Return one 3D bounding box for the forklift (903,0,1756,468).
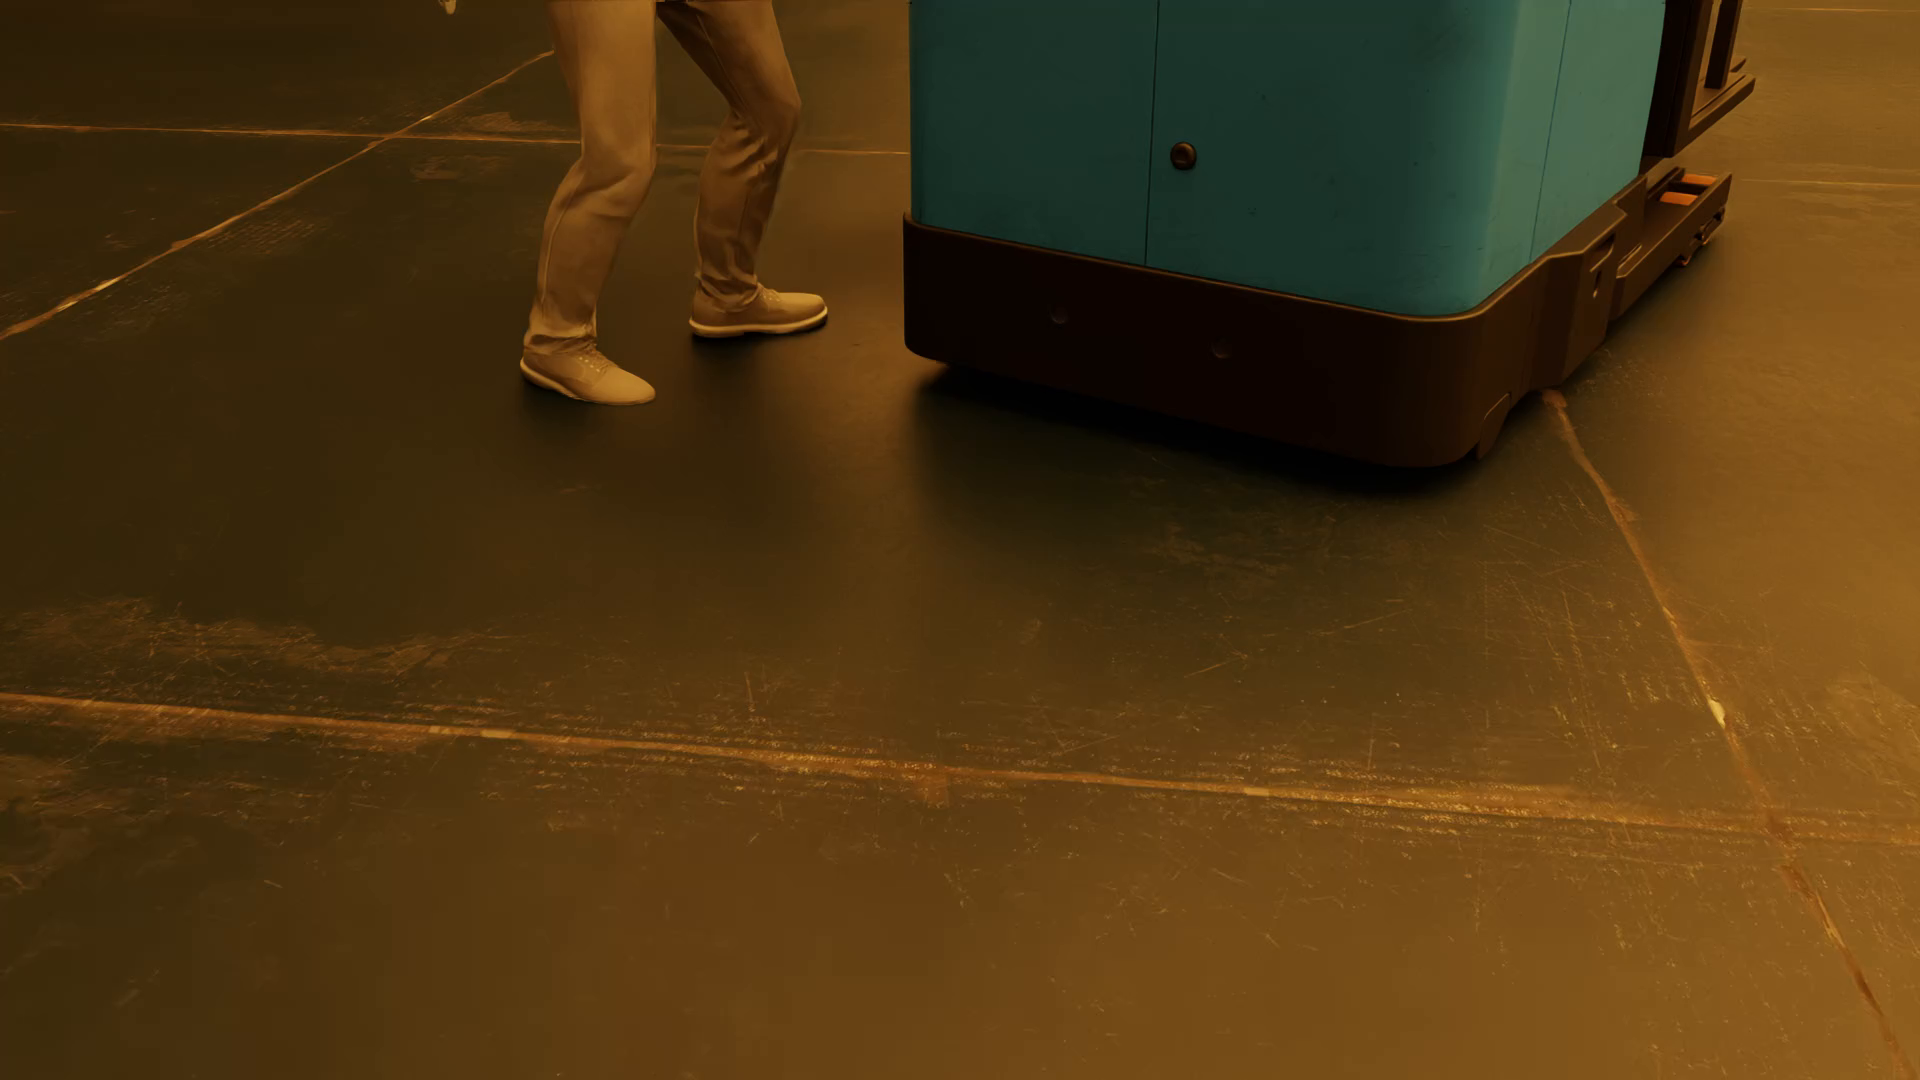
[{"bbox_3d":[1.136,-2.030,3.286,1.130,2.935,3.031,17,31,30],"label":"forklift"}]

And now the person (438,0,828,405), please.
[{"bbox_3d":[-0.555,-1.030,2.785,0.417,1.642,0.808,14,30,26],"label":"person"}]
